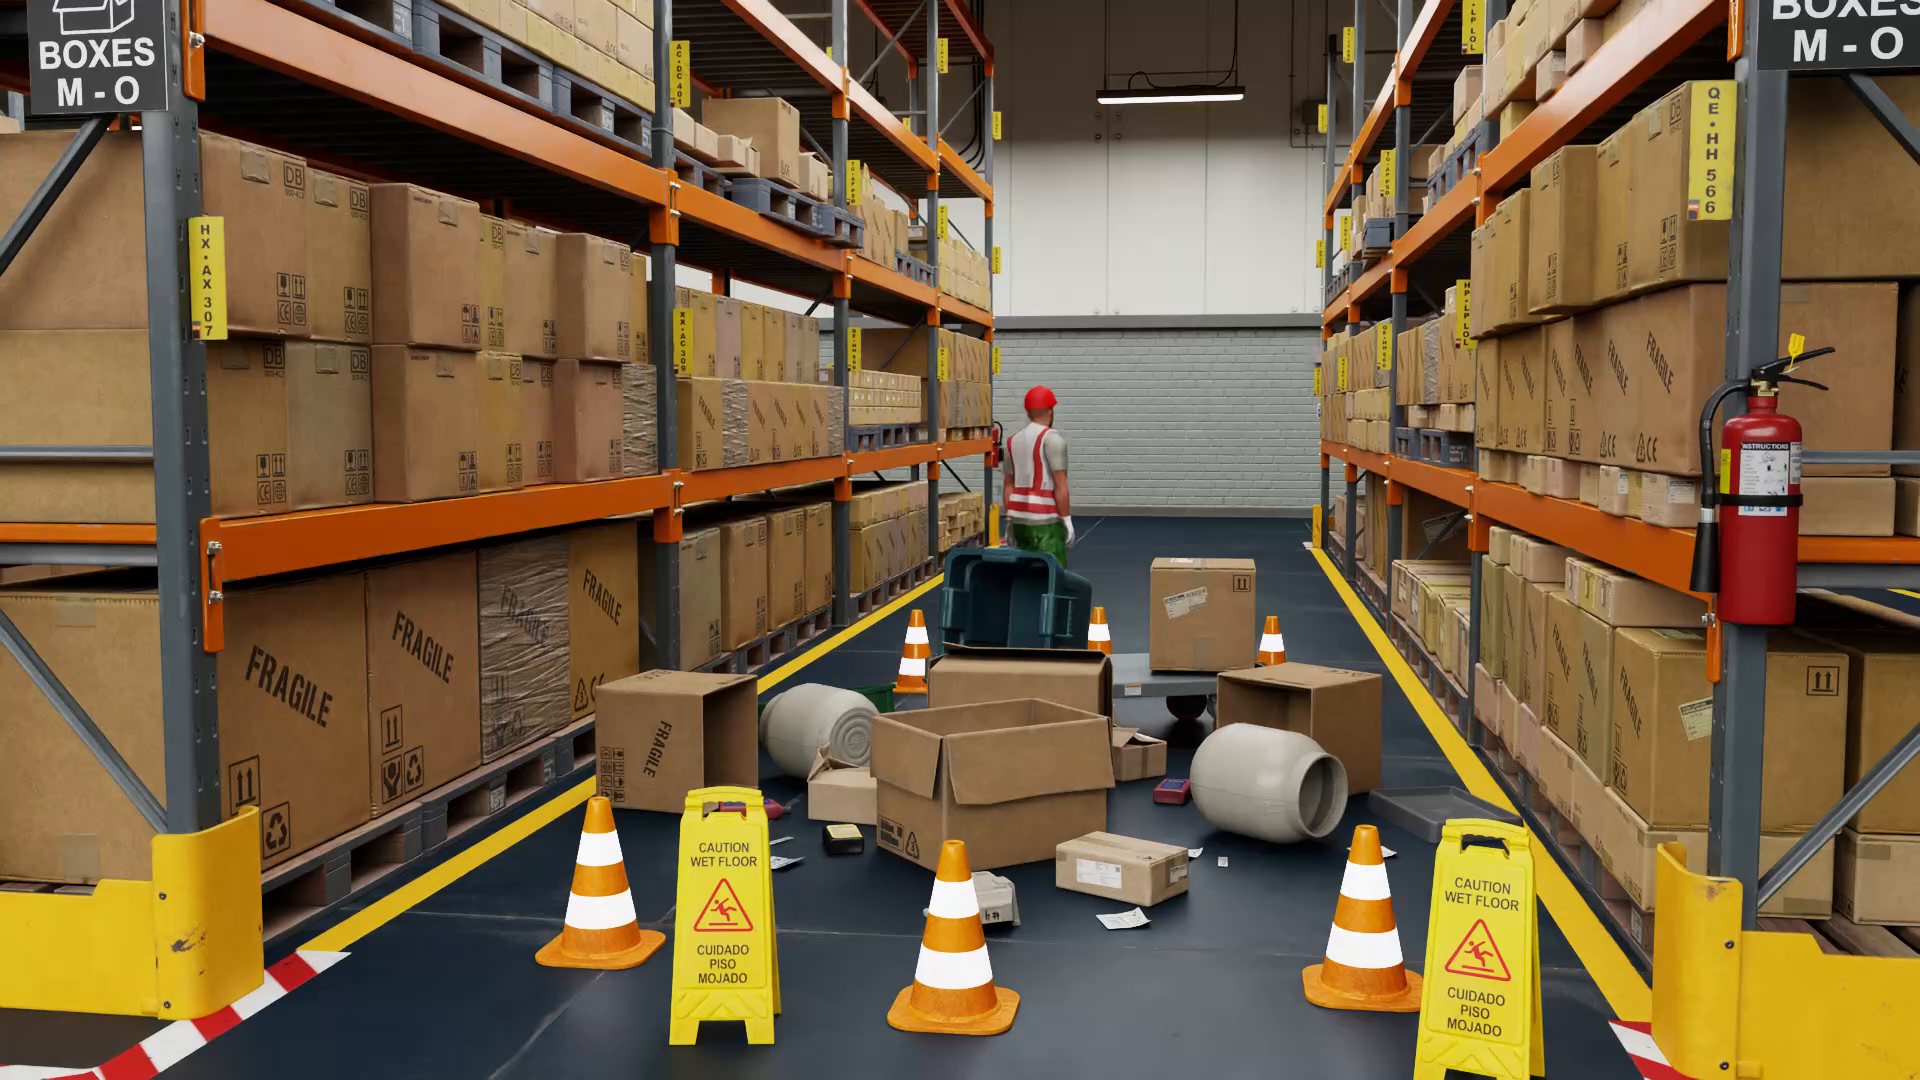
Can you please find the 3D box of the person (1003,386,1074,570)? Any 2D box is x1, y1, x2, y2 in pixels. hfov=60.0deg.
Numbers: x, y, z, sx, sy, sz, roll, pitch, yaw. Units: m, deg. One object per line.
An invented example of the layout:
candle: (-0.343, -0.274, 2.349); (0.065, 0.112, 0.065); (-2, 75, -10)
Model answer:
person: (0.456, -0.103, 10.692); (0.803, 1.776, 0.615); (-3, 5, -33)
